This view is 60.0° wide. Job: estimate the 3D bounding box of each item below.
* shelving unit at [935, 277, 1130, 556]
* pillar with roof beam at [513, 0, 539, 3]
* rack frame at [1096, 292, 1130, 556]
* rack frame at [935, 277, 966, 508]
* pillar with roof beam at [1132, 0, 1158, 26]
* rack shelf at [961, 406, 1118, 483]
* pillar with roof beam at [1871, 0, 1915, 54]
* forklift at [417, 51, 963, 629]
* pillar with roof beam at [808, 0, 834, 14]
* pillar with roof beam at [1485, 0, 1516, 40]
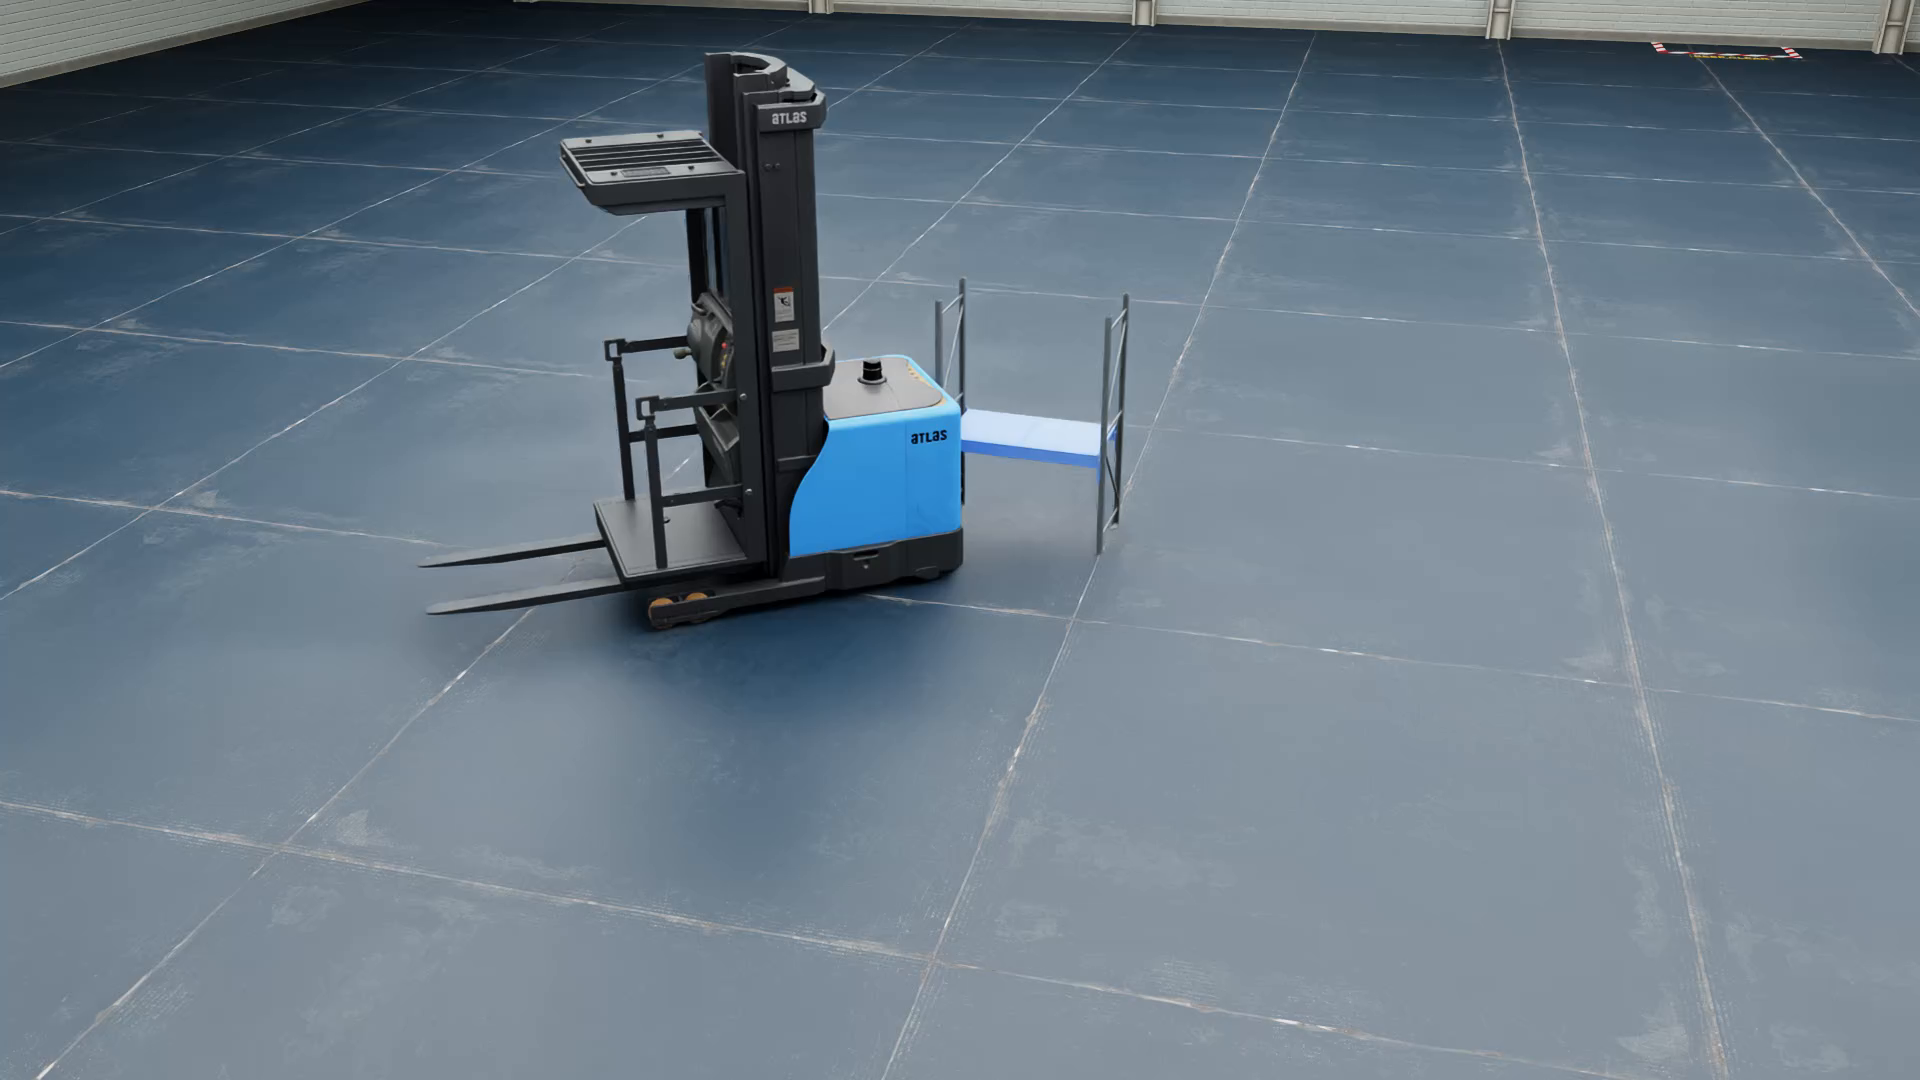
[{"bbox_3d":[0.430,-0.751,10.084,1.048,1.500,0.538,8,27,16],"label":"shelving unit"},{"bbox_3d":[-9.441,-12.668,26.389,0.400,9.000,9.100,6,26,13],"label":"pillar with roof beam"},{"bbox_3d":[0.913,-0.684,9.942,0.032,1.500,0.500,8,27,16],"label":"rack frame"},{"bbox_3d":[-0.054,-0.819,10.225,0.032,1.500,0.500,8,27,16],"label":"rack frame"},{"bbox_3d":[2.181,-11.383,23.691,0.400,9.000,9.100,6,26,13],"label":"pillar with roof beam"},{"bbox_3d":[0.430,-0.589,10.161,1.000,0.185,0.538,8,27,16],"label":"rack shelf"},{"bbox_3d":[13.803,-10.098,20.993,0.400,9.000,9.100,6,26,13],"label":"pillar with roof beam"},{"bbox_3d":[-1.553,-1.088,9.125,3.031,2.935,1.130,-9,27,-18],"label":"forklift"},{"bbox_3d":[-3.630,-12.025,25.040,0.400,9.000,9.100,6,26,13],"label":"pillar with roof beam"},{"bbox_3d":[7.992,-10.741,22.342,0.400,9.000,9.100,6,26,13],"label":"pillar with roof beam"}]
